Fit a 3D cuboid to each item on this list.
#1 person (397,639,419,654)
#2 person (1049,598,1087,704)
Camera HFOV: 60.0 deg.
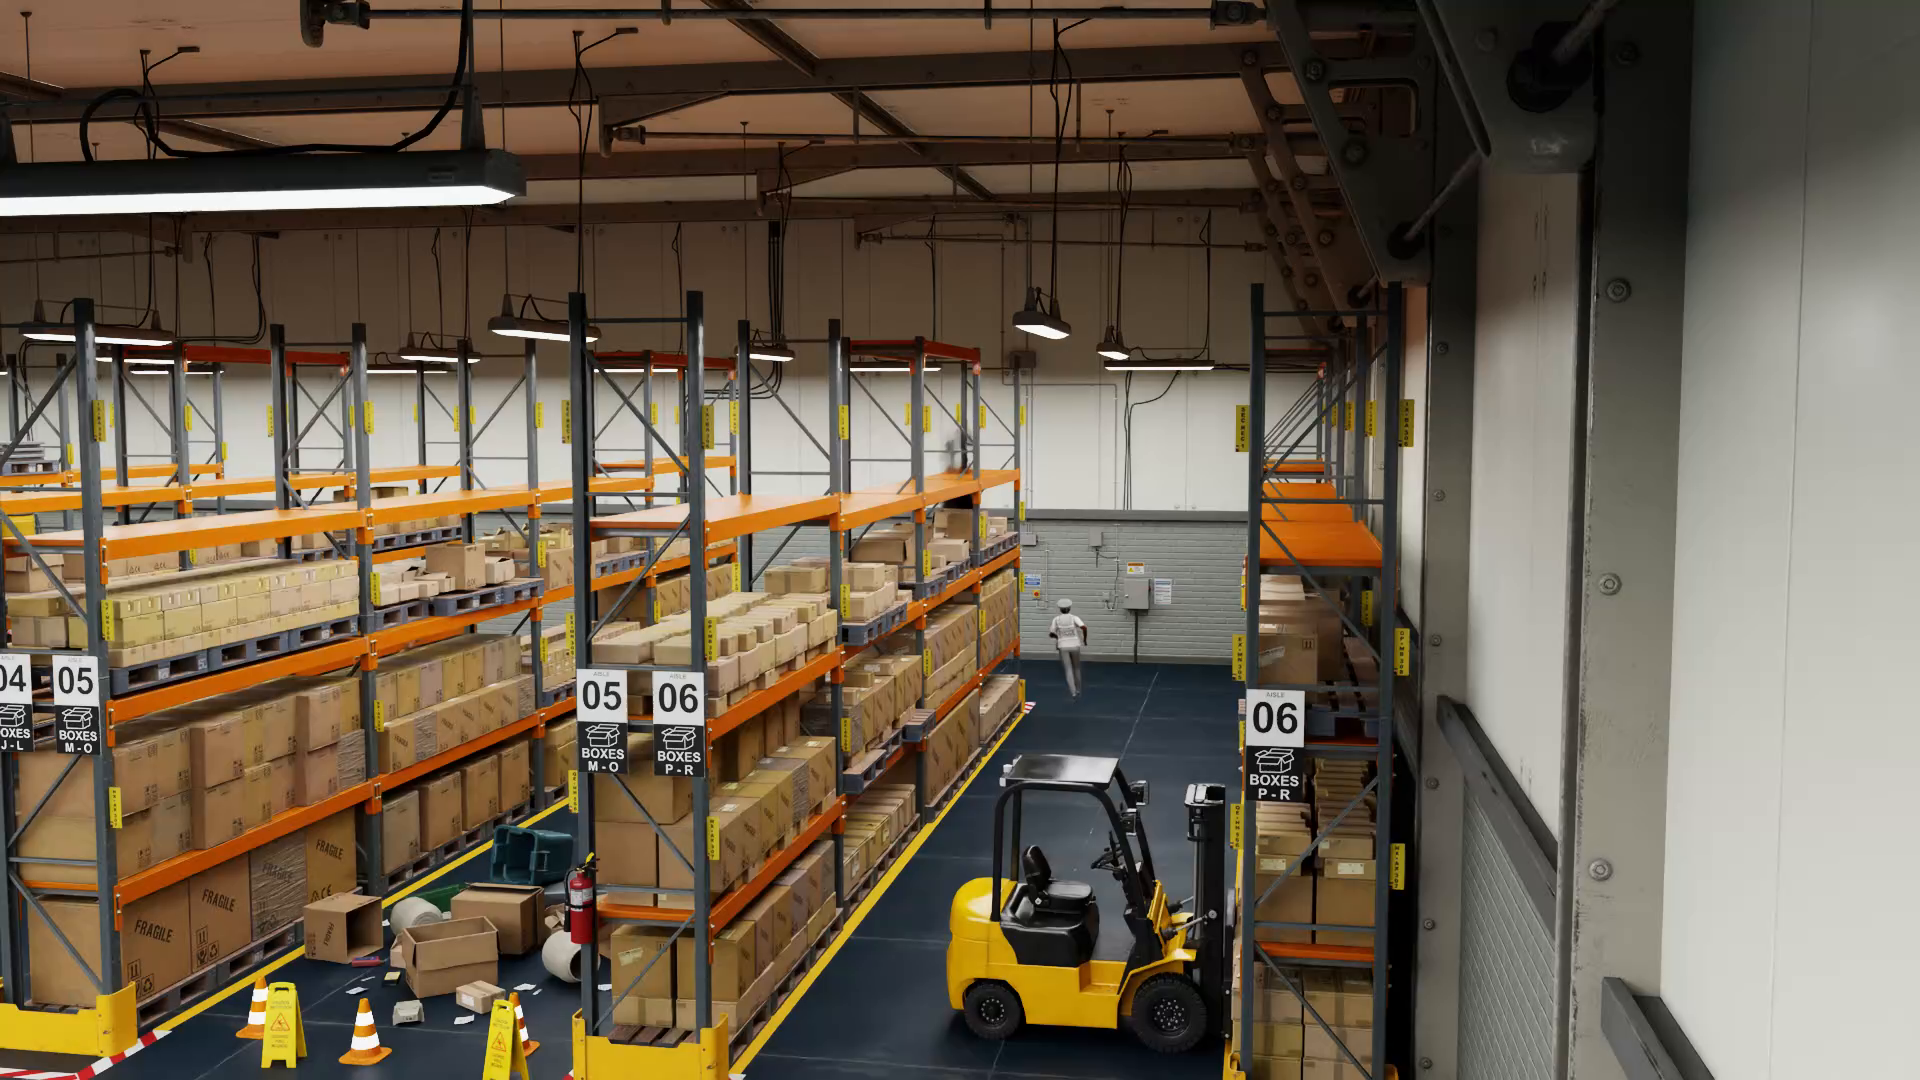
[{"bbox_3d":[-8.246,2.274,25.026,0.637,1.814,0.711,0,5,5],"label":"person"},{"bbox_3d":[1.782,1.828,27.480,0.625,1.712,0.882,0,5,-2],"label":"person"}]
